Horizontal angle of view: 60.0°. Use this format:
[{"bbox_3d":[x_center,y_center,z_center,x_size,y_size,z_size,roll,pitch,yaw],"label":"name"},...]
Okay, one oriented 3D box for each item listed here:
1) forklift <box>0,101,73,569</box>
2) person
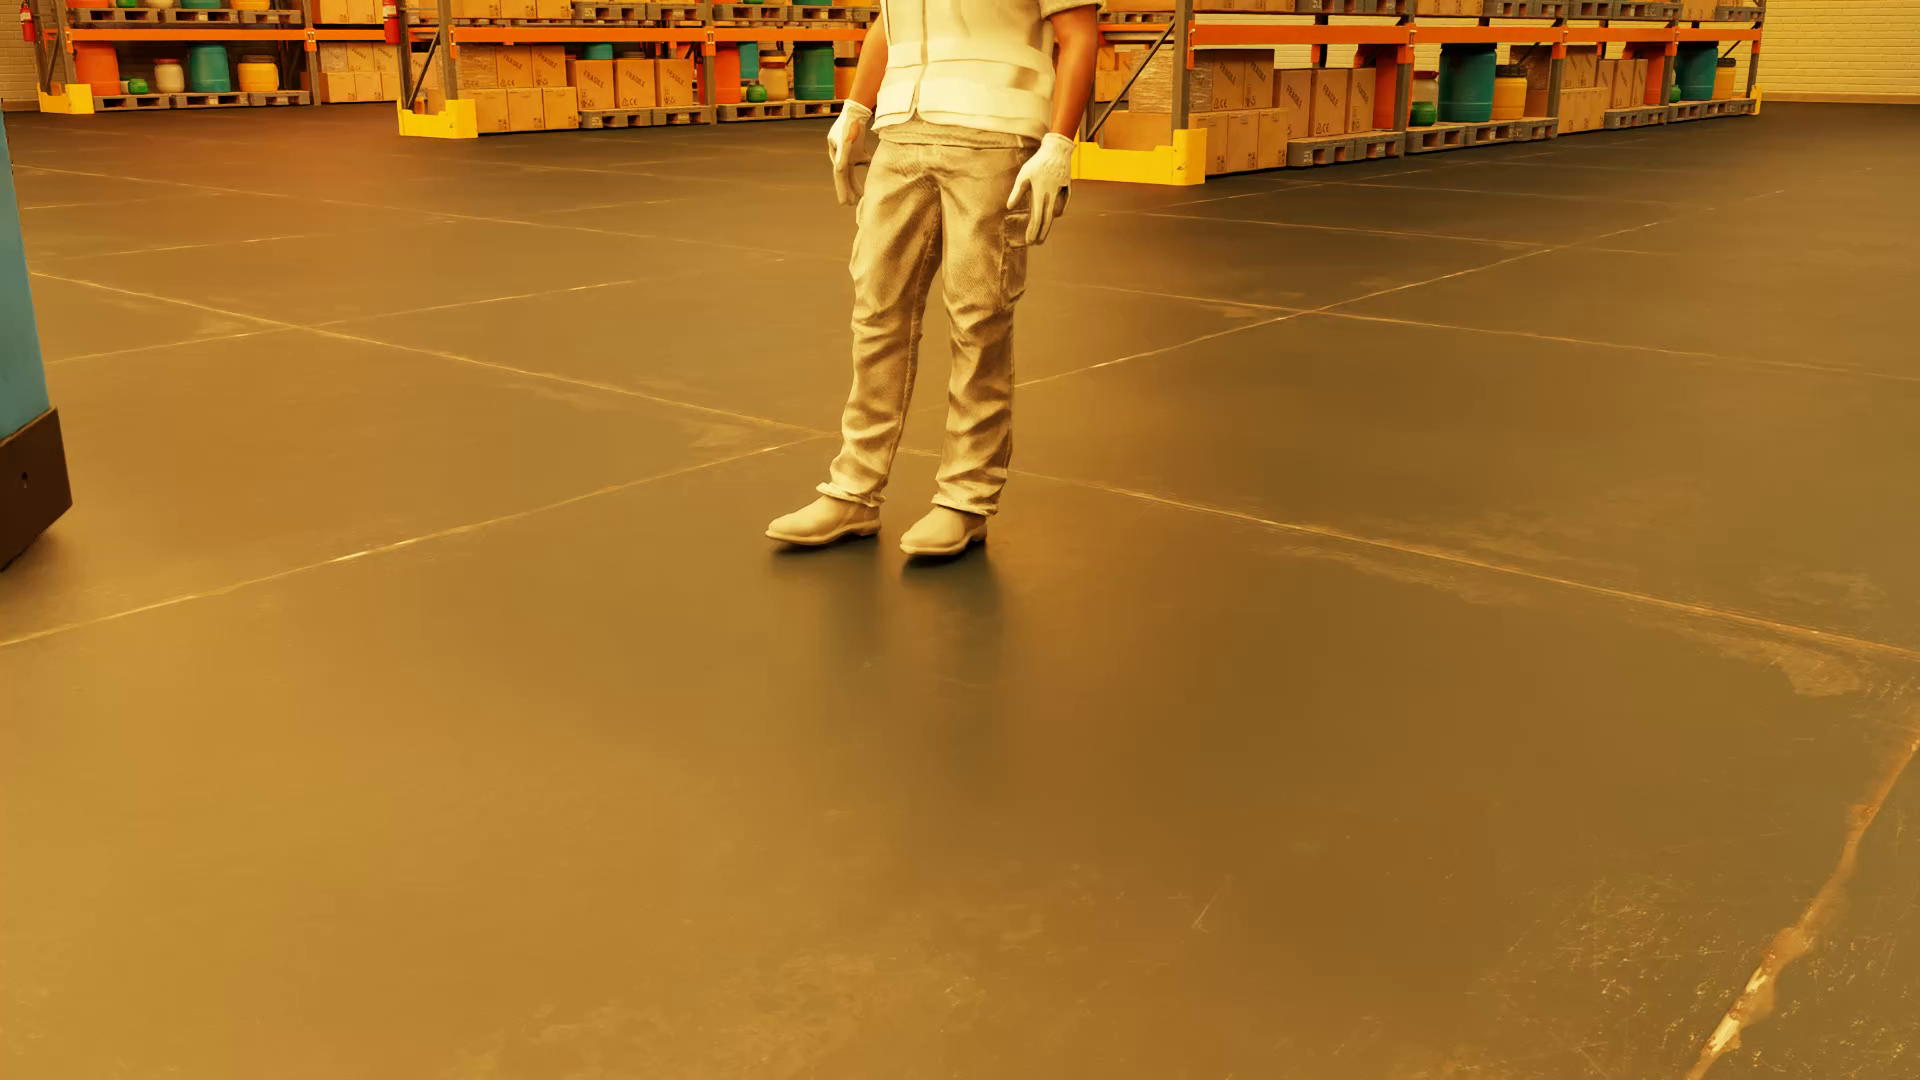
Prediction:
[{"bbox_3d":[-3.511,-1.203,2.860,3.031,2.935,1.130,-3,17,-11],"label":"forklift"},{"bbox_3d":[-0.052,-0.845,3.633,0.656,1.781,0.577,13,21,37],"label":"person"}]
